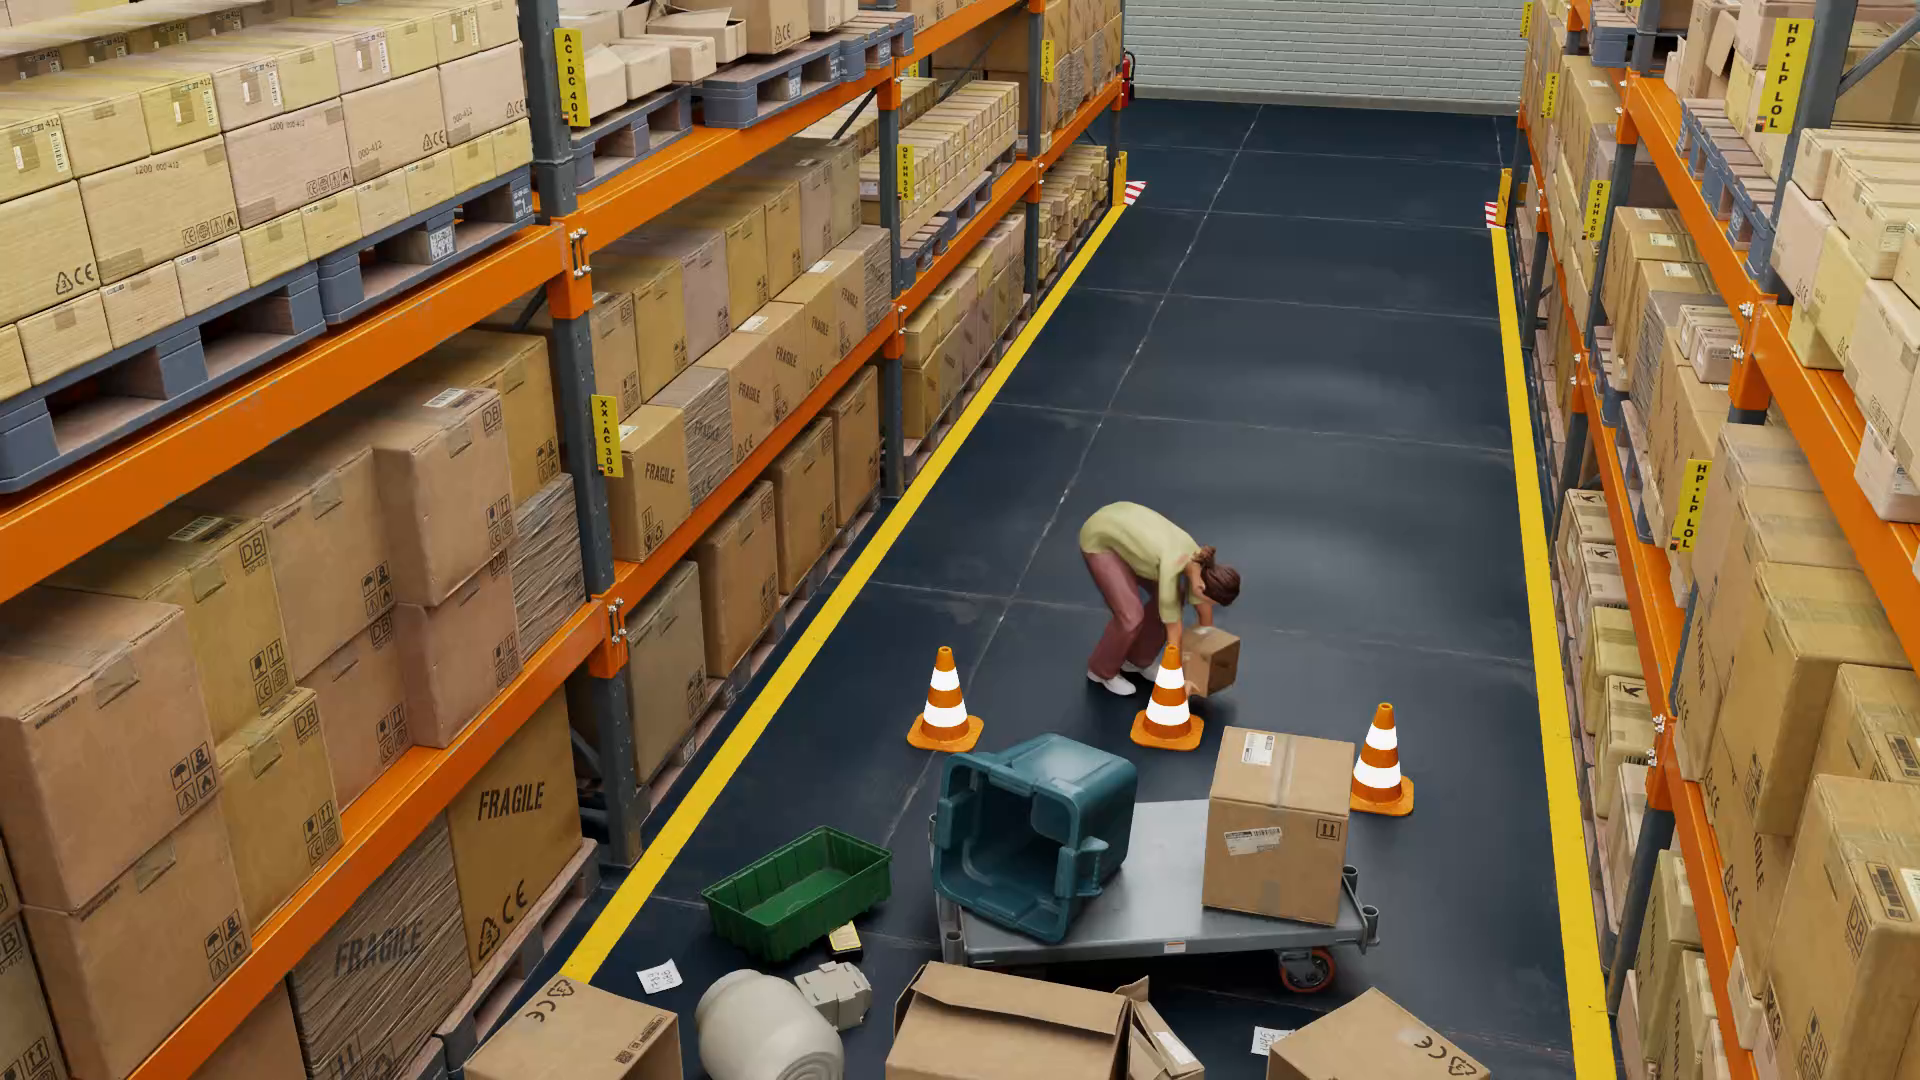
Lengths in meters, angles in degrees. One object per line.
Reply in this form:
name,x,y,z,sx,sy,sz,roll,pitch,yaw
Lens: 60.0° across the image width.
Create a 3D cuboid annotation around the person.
person,0.976,0.331,8.259,0.855,0.950,0.452,20,32,36
